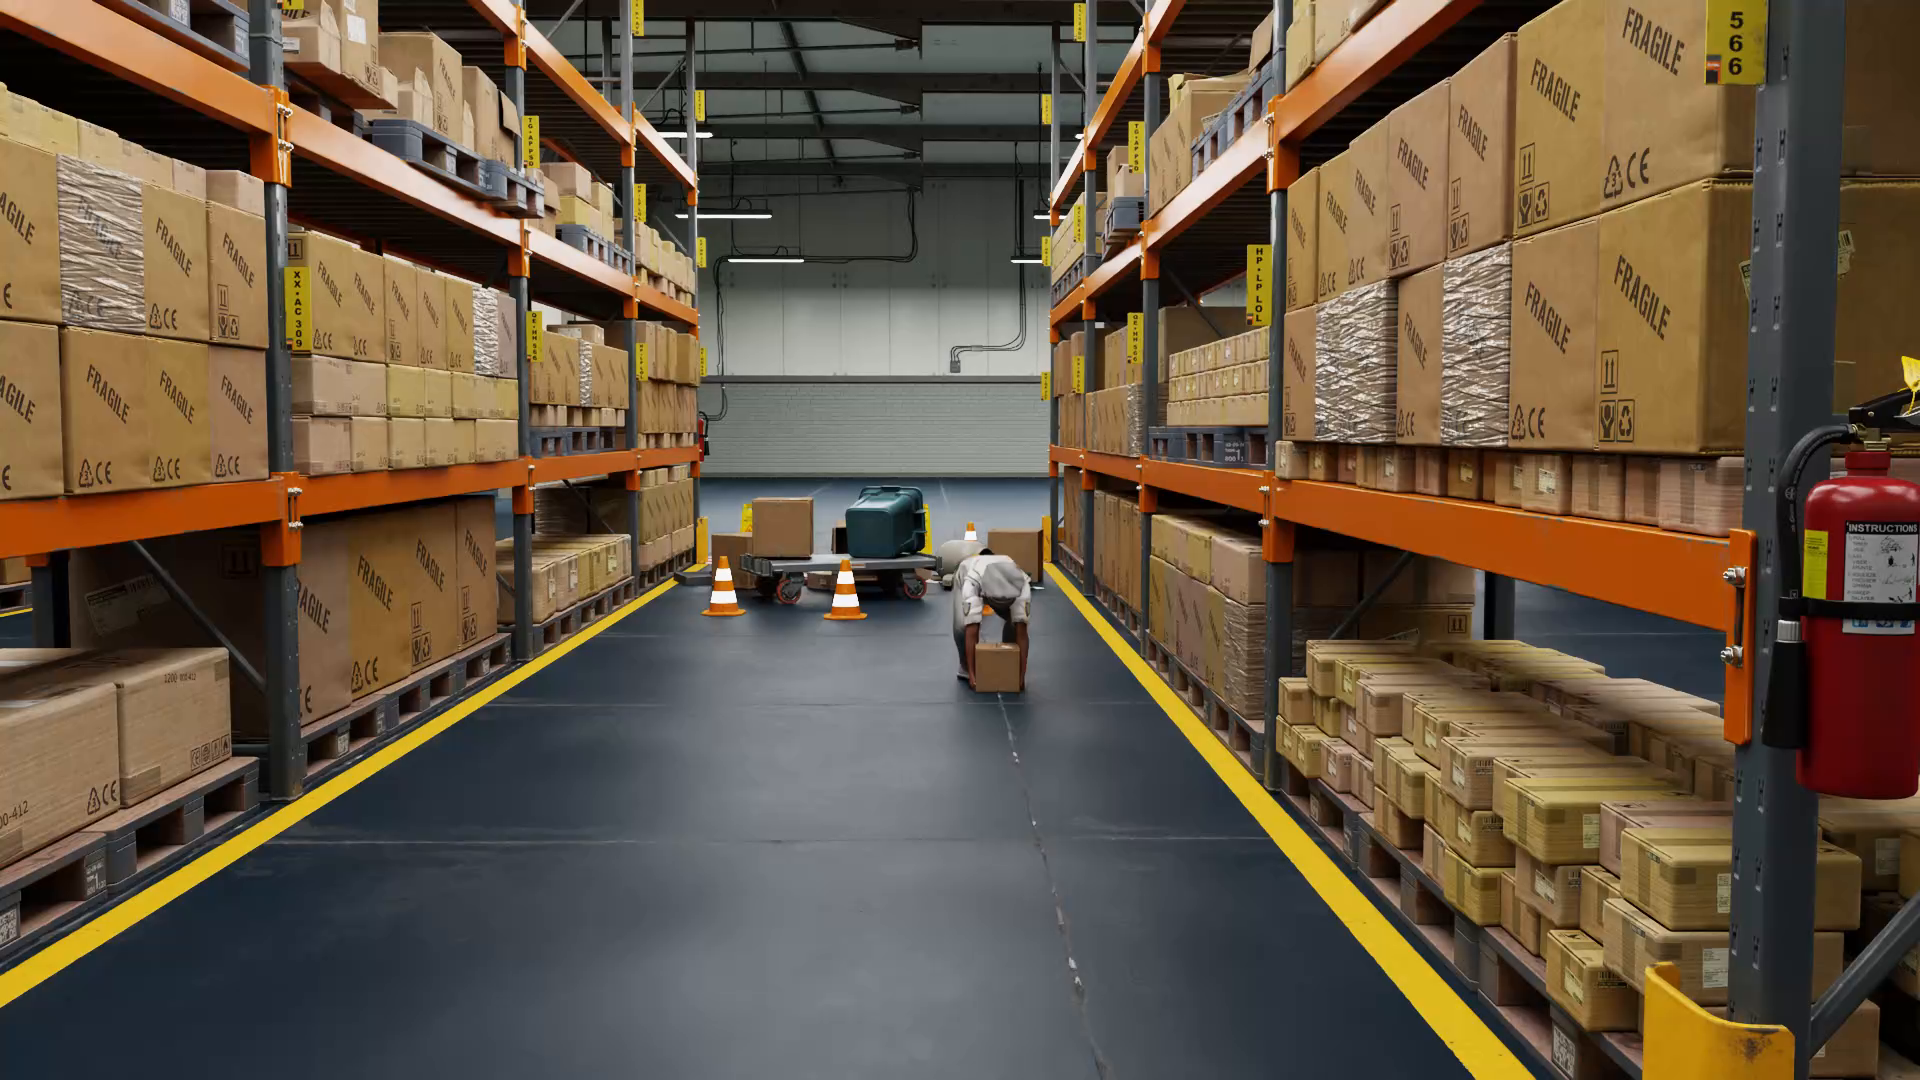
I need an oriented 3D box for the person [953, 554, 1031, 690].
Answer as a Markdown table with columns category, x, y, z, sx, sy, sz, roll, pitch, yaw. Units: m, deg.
| category | x | y | z | sx | sy | sz | roll | pitch | yaw |
| --- | --- | --- | --- | --- | --- | --- | --- | --- | --- |
| person | 0.183 | 0.470 | 9.876 | 0.453 | 0.772 | 0.926 | 0 | 4 | -3 |
